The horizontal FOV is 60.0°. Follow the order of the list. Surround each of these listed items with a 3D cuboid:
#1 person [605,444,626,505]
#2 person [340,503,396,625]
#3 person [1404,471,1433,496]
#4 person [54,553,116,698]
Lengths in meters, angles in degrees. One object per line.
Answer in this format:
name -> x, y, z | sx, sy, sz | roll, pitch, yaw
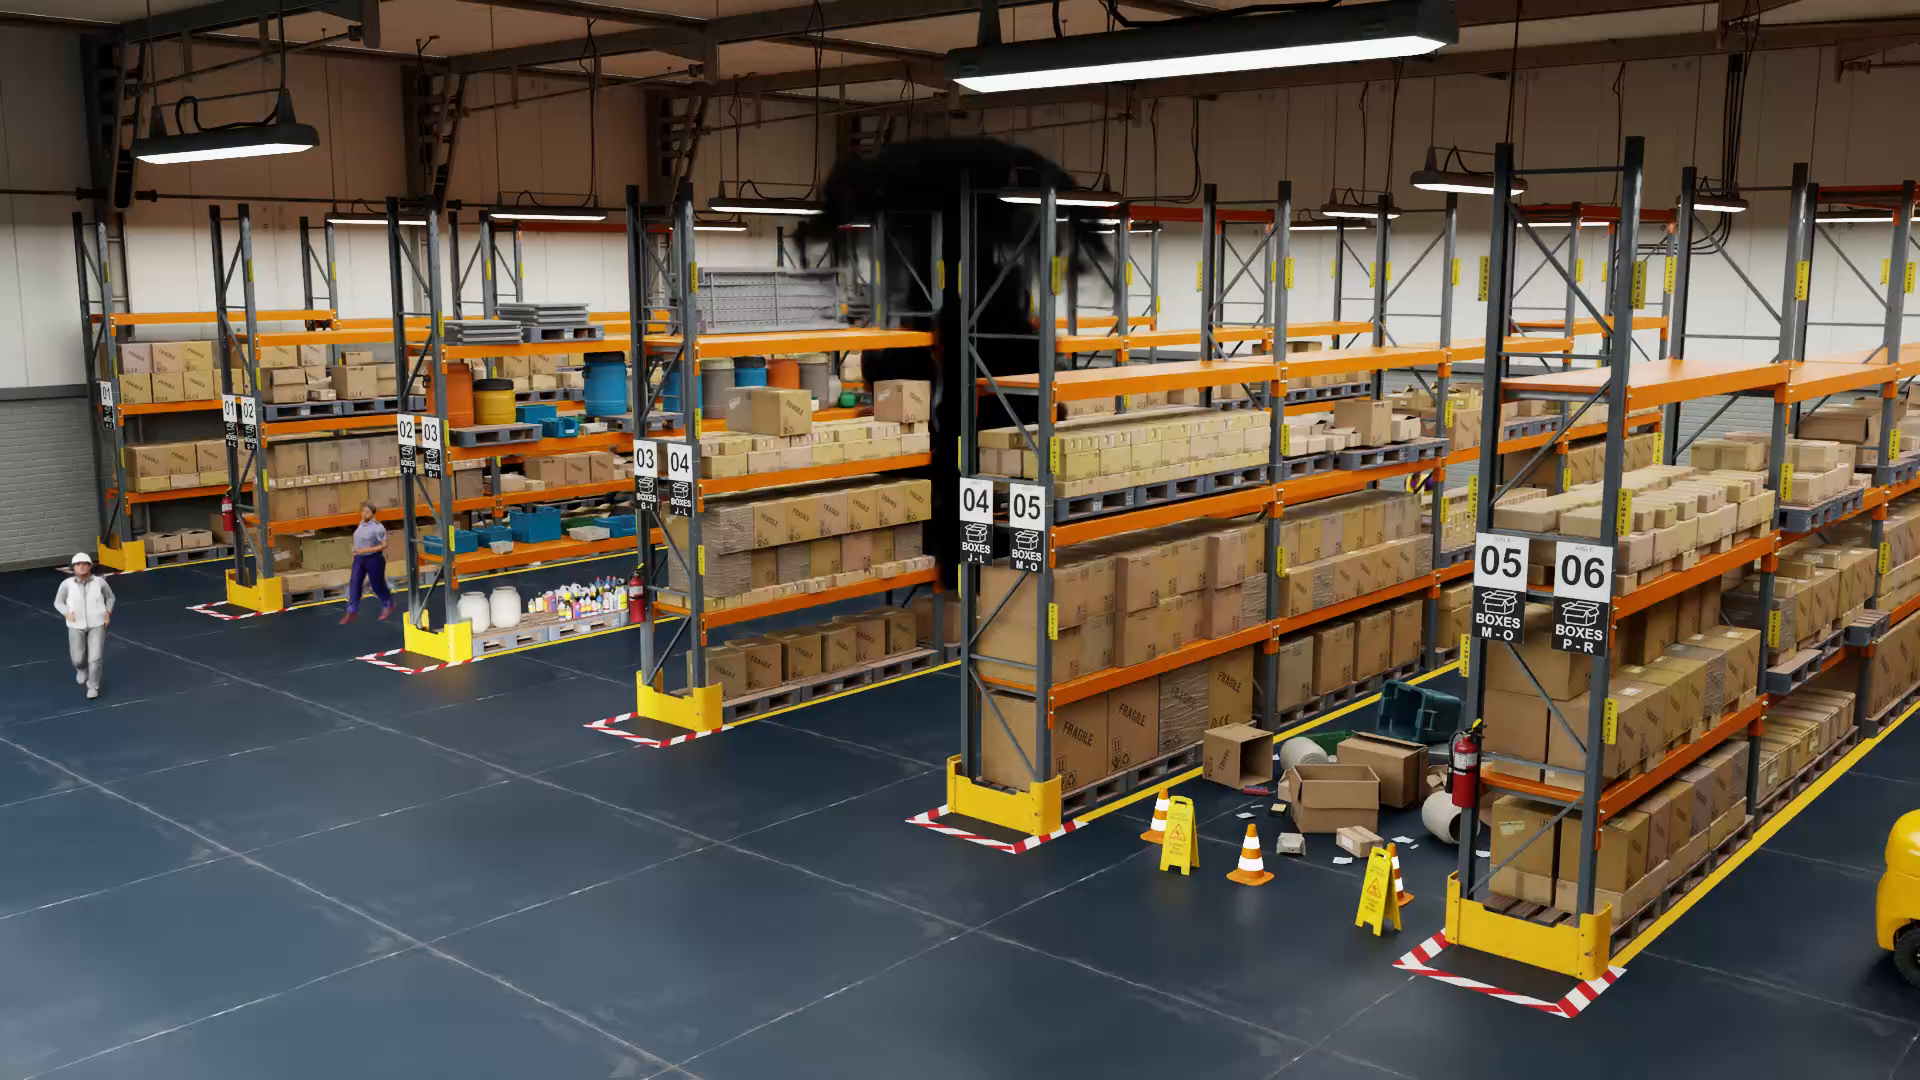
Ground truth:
person -> -6.944, -1.158, 33.555 | 0.537, 1.568, 0.506 | 8, 12, 39
person -> -8.069, 0.322, 22.795 | 0.638, 1.677, 0.836 | 5, 11, 28
person -> 8.059, -0.529, 29.147 | 0.878, 1.756, 0.727 | -8, 12, -39
person -> -10.496, 1.007, 20.000 | 0.660, 1.730, 0.658 | -5, 11, -28
